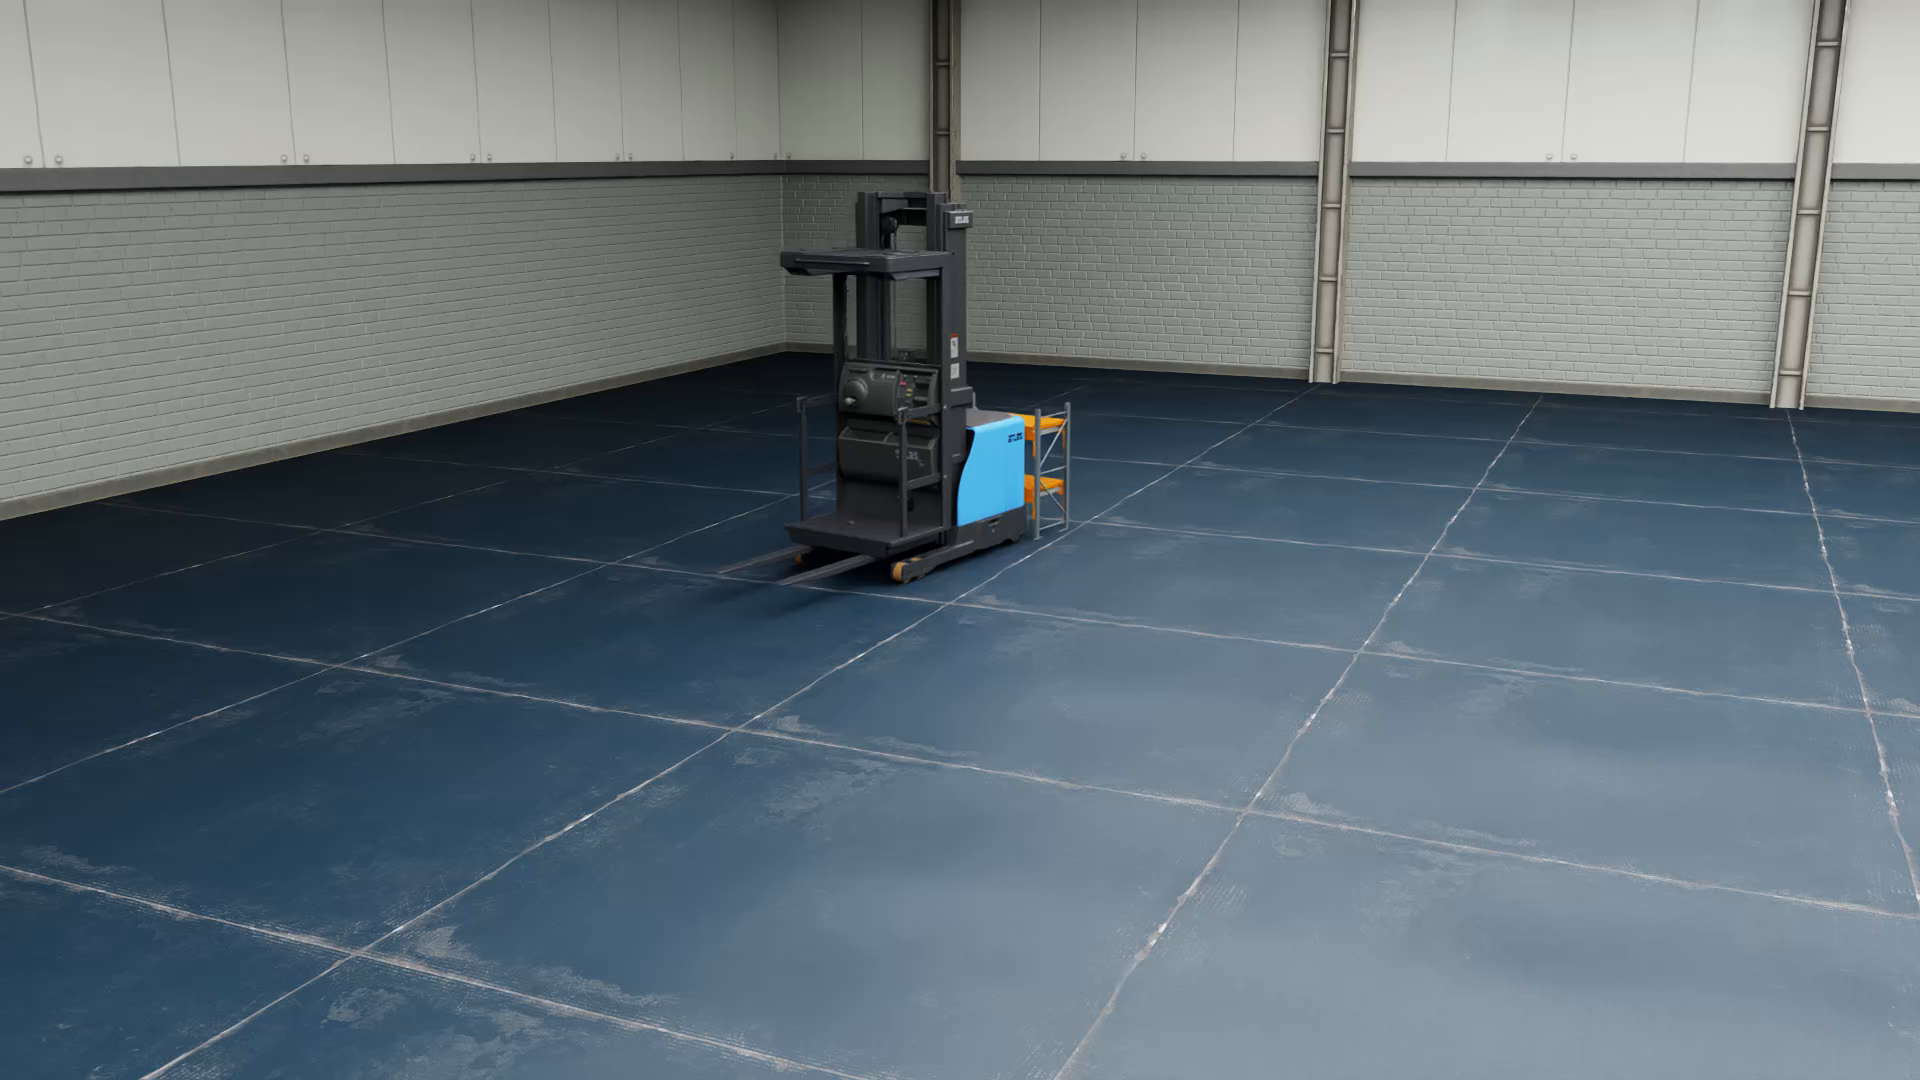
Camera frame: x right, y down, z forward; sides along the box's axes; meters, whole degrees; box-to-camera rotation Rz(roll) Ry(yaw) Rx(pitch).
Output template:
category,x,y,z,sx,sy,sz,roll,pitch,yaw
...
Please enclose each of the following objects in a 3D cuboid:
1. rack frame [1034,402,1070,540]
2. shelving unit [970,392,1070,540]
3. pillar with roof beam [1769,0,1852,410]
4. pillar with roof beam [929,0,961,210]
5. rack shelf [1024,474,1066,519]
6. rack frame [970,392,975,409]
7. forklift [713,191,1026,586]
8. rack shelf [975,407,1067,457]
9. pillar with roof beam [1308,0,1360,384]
category,x,y,z,sx,sy,sz,roll,pitch,yaw
rack frame,0.795,-0.598,14.341,0.032,1.125,0.500,10,16,36
shelving unit,0.387,-0.667,14.636,1.048,1.125,0.538,10,16,36
pillar with roof beam,9.000,-5.212,16.766,0.400,9.000,9.100,6,14,23
pillar with roof beam,-1.971,-6.322,21.498,0.400,9.000,9.100,6,14,23
rack shelf,0.387,-0.429,14.692,1.000,0.278,0.538,10,16,36
rack frame,-0.021,-0.737,14.931,0.032,1.125,0.500,10,16,36
forklift,-0.690,-1.215,13.017,1.130,2.935,3.031,9,16,34
rack shelf,0.387,-0.952,14.569,1.000,0.278,0.538,10,16,36
pillar with roof beam,3.514,-5.767,19.132,0.400,9.000,9.100,6,14,23
